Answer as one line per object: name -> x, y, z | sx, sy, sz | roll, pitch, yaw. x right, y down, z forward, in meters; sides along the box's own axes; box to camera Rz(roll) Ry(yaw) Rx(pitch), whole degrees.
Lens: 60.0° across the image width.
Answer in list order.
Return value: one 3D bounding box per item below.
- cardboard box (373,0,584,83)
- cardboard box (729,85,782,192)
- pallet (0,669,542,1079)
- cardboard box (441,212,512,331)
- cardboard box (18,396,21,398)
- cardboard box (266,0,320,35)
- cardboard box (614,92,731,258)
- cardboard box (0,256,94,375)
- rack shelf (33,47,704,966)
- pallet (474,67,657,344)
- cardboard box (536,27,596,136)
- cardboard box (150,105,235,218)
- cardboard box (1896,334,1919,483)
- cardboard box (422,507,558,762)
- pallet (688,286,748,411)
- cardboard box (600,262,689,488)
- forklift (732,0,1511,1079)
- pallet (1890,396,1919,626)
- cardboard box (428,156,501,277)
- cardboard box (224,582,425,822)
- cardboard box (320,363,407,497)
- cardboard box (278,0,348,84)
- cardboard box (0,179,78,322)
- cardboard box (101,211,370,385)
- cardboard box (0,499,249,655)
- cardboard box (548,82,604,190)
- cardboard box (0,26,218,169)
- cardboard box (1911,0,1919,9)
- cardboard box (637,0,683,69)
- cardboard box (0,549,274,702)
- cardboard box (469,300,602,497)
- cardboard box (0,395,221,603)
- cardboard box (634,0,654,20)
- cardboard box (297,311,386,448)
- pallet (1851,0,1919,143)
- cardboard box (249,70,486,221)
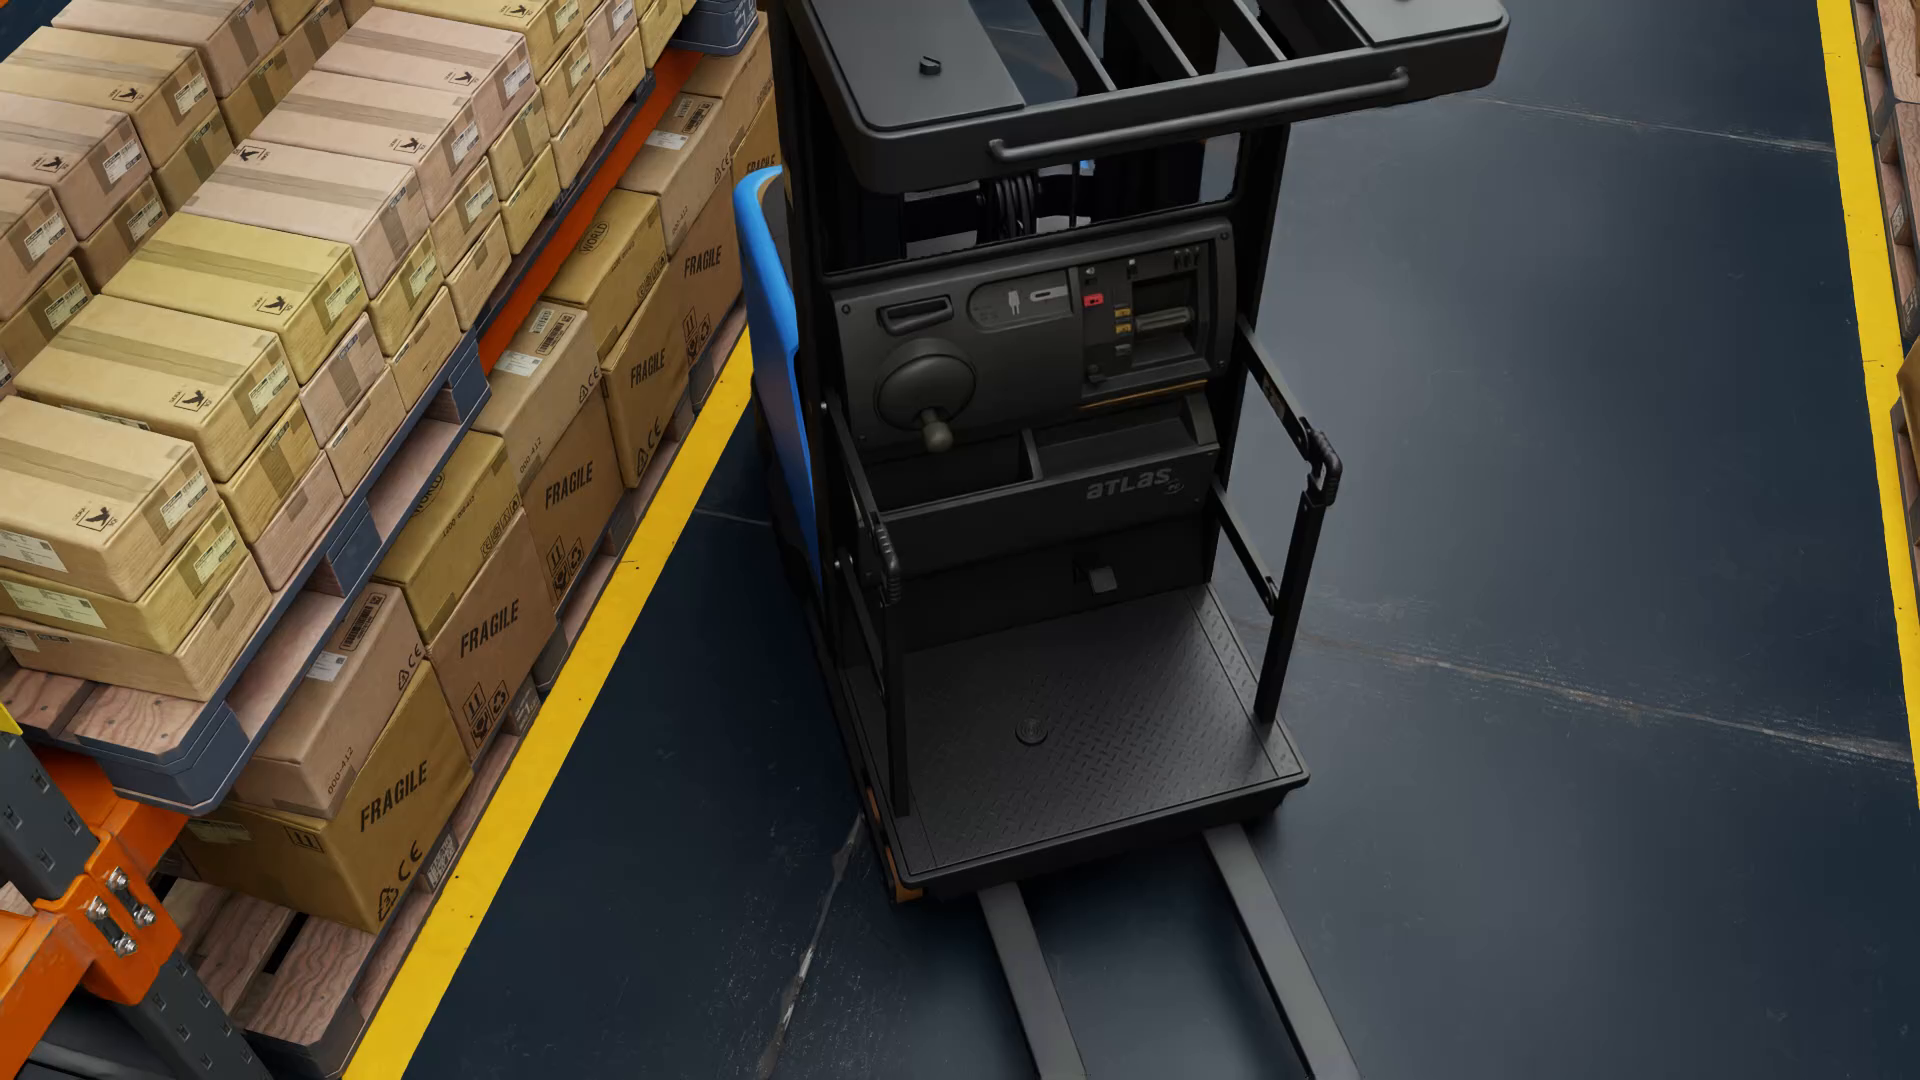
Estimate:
cardboard box -> -1.095, -1.204, 3.803 | 0.380, 0.149, 0.250 | 13, 50, 11
cardboard box -> -0.917, -1.304, 5.787 | 0.500, 0.500, 0.500 | 11, 50, 10
pallet -> -1.846, 0.733, 4.462 | 1.003, 0.211, 1.213 | 12, 50, 10
cardboard box -> -1.231, -0.623, 3.687 | 0.380, 0.149, 0.250 | 10, 49, 8
cardboard box -> -2.068, -0.196, 3.310 | 0.380, 0.149, 0.250 | 12, 50, 10
cardboard box -> -1.718, -1.345, 3.927 | 0.380, 0.149, 0.250 | 11, 49, 10
cardboard box -> -1.046, -1.166, 5.165 | 0.500, 0.250, 0.500 | 12, 50, 11
cardboard box -> -1.998, -0.477, 3.359 | 0.380, 0.149, 0.250 | 14, 50, 12
rack shelf -> -1.523, -0.835, 4.466 | 1.077, 0.370, 4.000 | 12, 50, 10
pallet -> -1.478, -1.016, 4.274 | 1.003, 0.211, 1.213 | 12, 50, 10
cardboard box -> -1.092, -1.106, 3.915 | 0.380, 0.149, 0.250 | 11, 49, 9
cardboard box -> -1.861, -0.863, 3.700 | 0.380, 0.149, 0.250 | 9, 49, 8
cardboard box -> 3.561, -0.408, 4.747 | 1.225, 0.875, 0.875 | 9, 49, 8
cardboard box -> -1.461, 0.197, 4.463 | 0.500, 0.500, 0.500 | 14, 50, 12
pallet -> -1.203, -1.032, 6.020 | 1.003, 0.211, 1.213 | 12, 50, 10
cardboard box -> -1.181, -0.543, 5.116 | 0.500, 0.500, 0.500 | 10, 49, 8
forklift -> 0.246, -0.355, 3.609 | 1.130, 2.935, 3.031 | -13, 50, -11
pallet -> 3.482, 0.011, 5.100 | 1.003, 0.211, 1.213 | 12, 50, 10
cardboard box -> -1.231, -0.733, 3.585 | 0.380, 0.149, 0.250 | 13, 50, 12
cardboard box -> -1.600, 0.332, 3.844 | 0.500, 0.250, 0.500 | 10, 49, 8
cardboard box -> -1.365, -0.258, 3.364 | 0.380, 0.149, 0.250 | 12, 50, 10
cardboard box -> -1.722, -1.236, 4.029 | 0.380, 0.149, 0.250 | 13, 50, 11
cardboard box -> -1.992, -0.589, 3.260 | 0.380, 0.149, 0.250 | 10, 49, 9
cardboard box -> -1.364, -0.461, 3.147 | 0.380, 0.149, 0.250 | 12, 50, 10
cardboard box -> -1.502, 0.025, 2.916 | 0.380, 0.149, 0.250 | 12, 50, 11
cardboard box -> -1.094, -1.003, 4.022 | 0.380, 0.149, 0.250 | 10, 49, 8
cardboard box -> -1.855, -0.956, 3.584 | 0.380, 0.149, 0.250 | 10, 49, 9
cardboard box -> 4.342, -2.493, 6.824 | 0.700, 0.500, 0.500 | 8, 49, 7
cardboard box -> -0.955, -1.388, 4.362 | 0.380, 0.149, 0.250 | 10, 49, 8
cardboard box -> -1.502, 0.124, 3.027 | 0.380, 0.149, 0.250 | 9, 49, 8
cardboard box -> -1.323, -0.422, 4.509 | 0.500, 0.250, 0.500 | 13, 50, 11
cardboard box -> -1.502, -0.073, 2.804 | 0.380, 0.149, 0.250 | 14, 50, 12
cardboard box -> -0.956, -1.482, 4.246 | 0.380, 0.149, 0.250 | 11, 50, 10
cardboard box -> -1.368, -0.349, 3.247 | 0.380, 0.149, 0.250 | 13, 50, 11
pallet -> 4.292, -1.989, 6.865 | 1.003, 0.211, 1.213 | 12, 50, 10
cardboard box -> -1.229, -0.826, 3.469 | 0.380, 0.149, 0.250 | 11, 50, 10
